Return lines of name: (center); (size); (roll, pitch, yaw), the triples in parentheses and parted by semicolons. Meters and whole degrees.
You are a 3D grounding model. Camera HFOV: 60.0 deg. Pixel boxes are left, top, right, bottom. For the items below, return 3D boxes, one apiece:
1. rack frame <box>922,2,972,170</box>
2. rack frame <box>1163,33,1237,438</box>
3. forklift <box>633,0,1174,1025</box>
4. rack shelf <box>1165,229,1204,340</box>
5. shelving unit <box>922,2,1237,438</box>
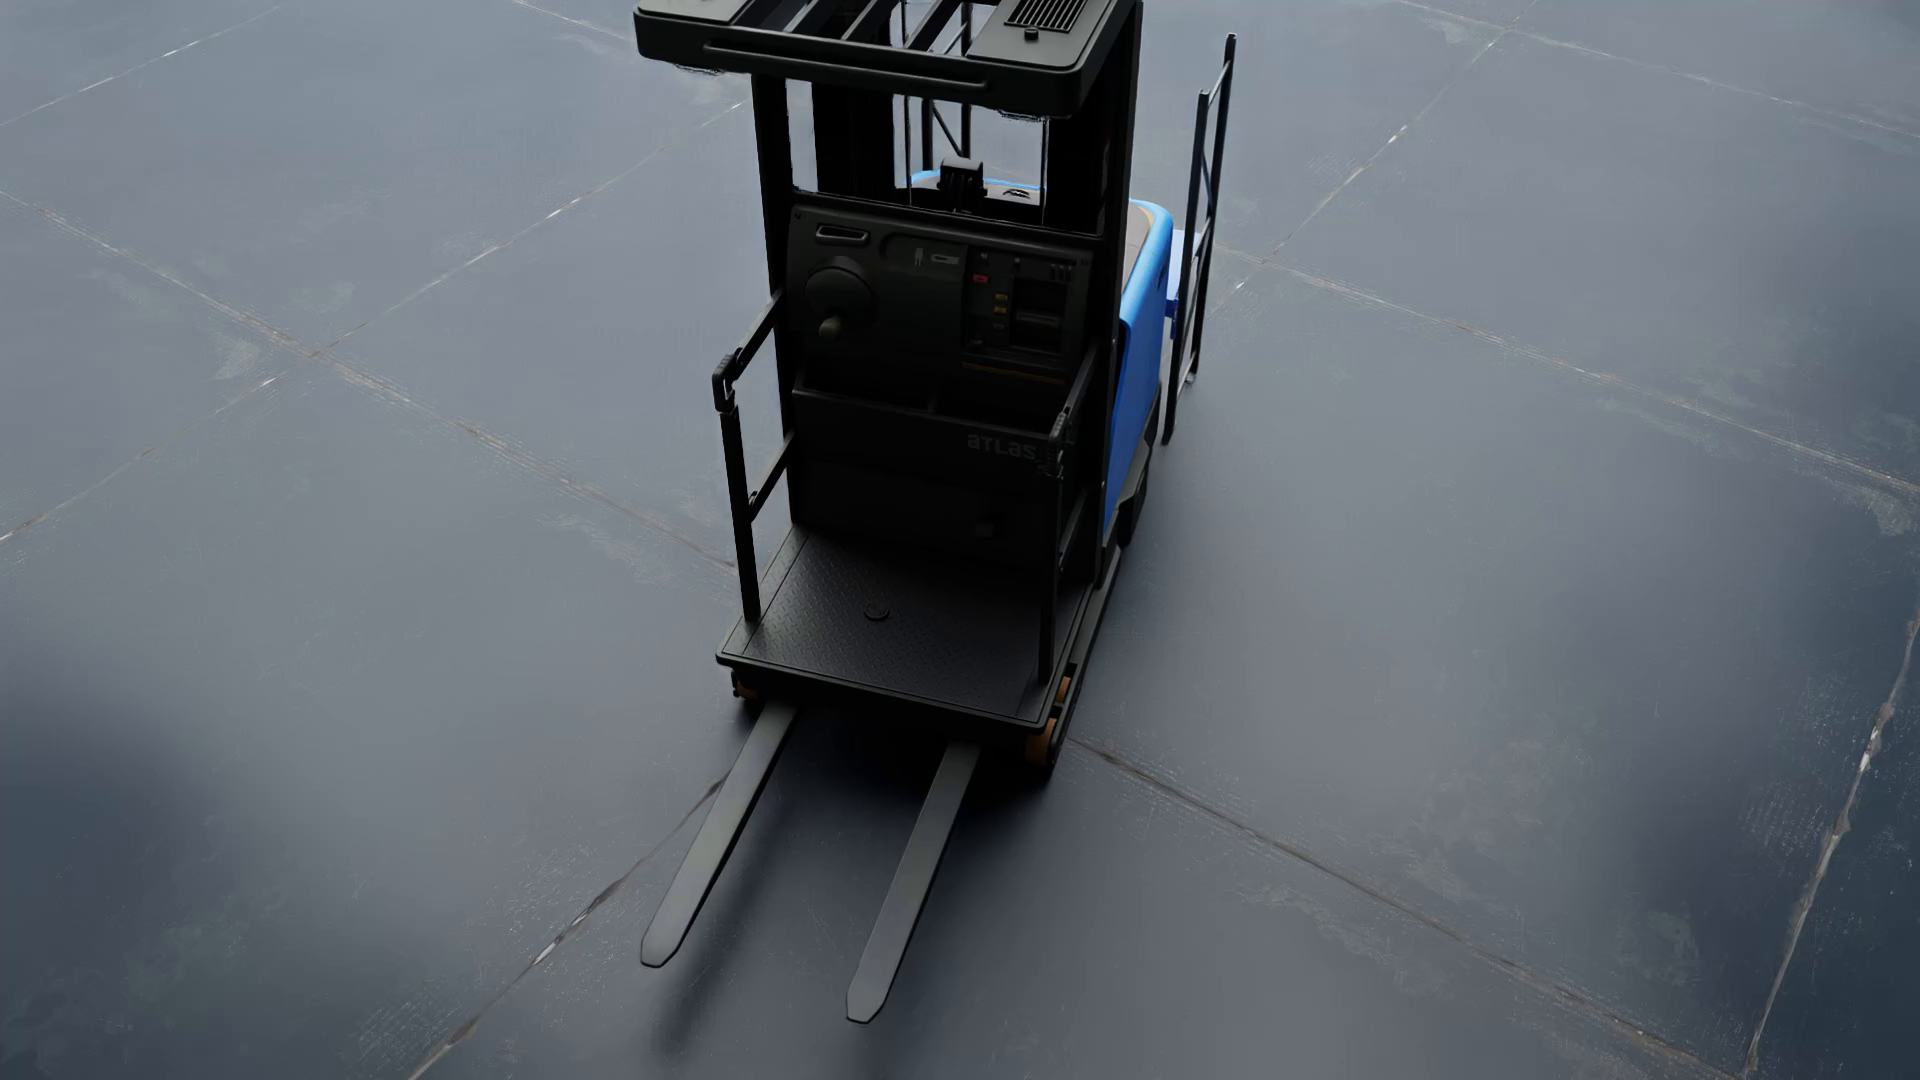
rack frame: (-0.046, -1.350, 6.634); (0.032, 1.500, 0.500); (13, 43, 14)
rack frame: (0.916, -1.132, 6.391); (0.032, 1.500, 0.500); (13, 43, 14)
forklift: (-0.130, -0.657, 4.786); (1.130, 2.935, 3.031); (11, 43, 12)
rack shelf: (0.435, -1.107, 6.633); (1.000, 0.185, 0.538); (13, 43, 14)
shelving unit: (0.435, -1.241, 6.513); (1.048, 1.500, 0.538); (13, 43, 14)
